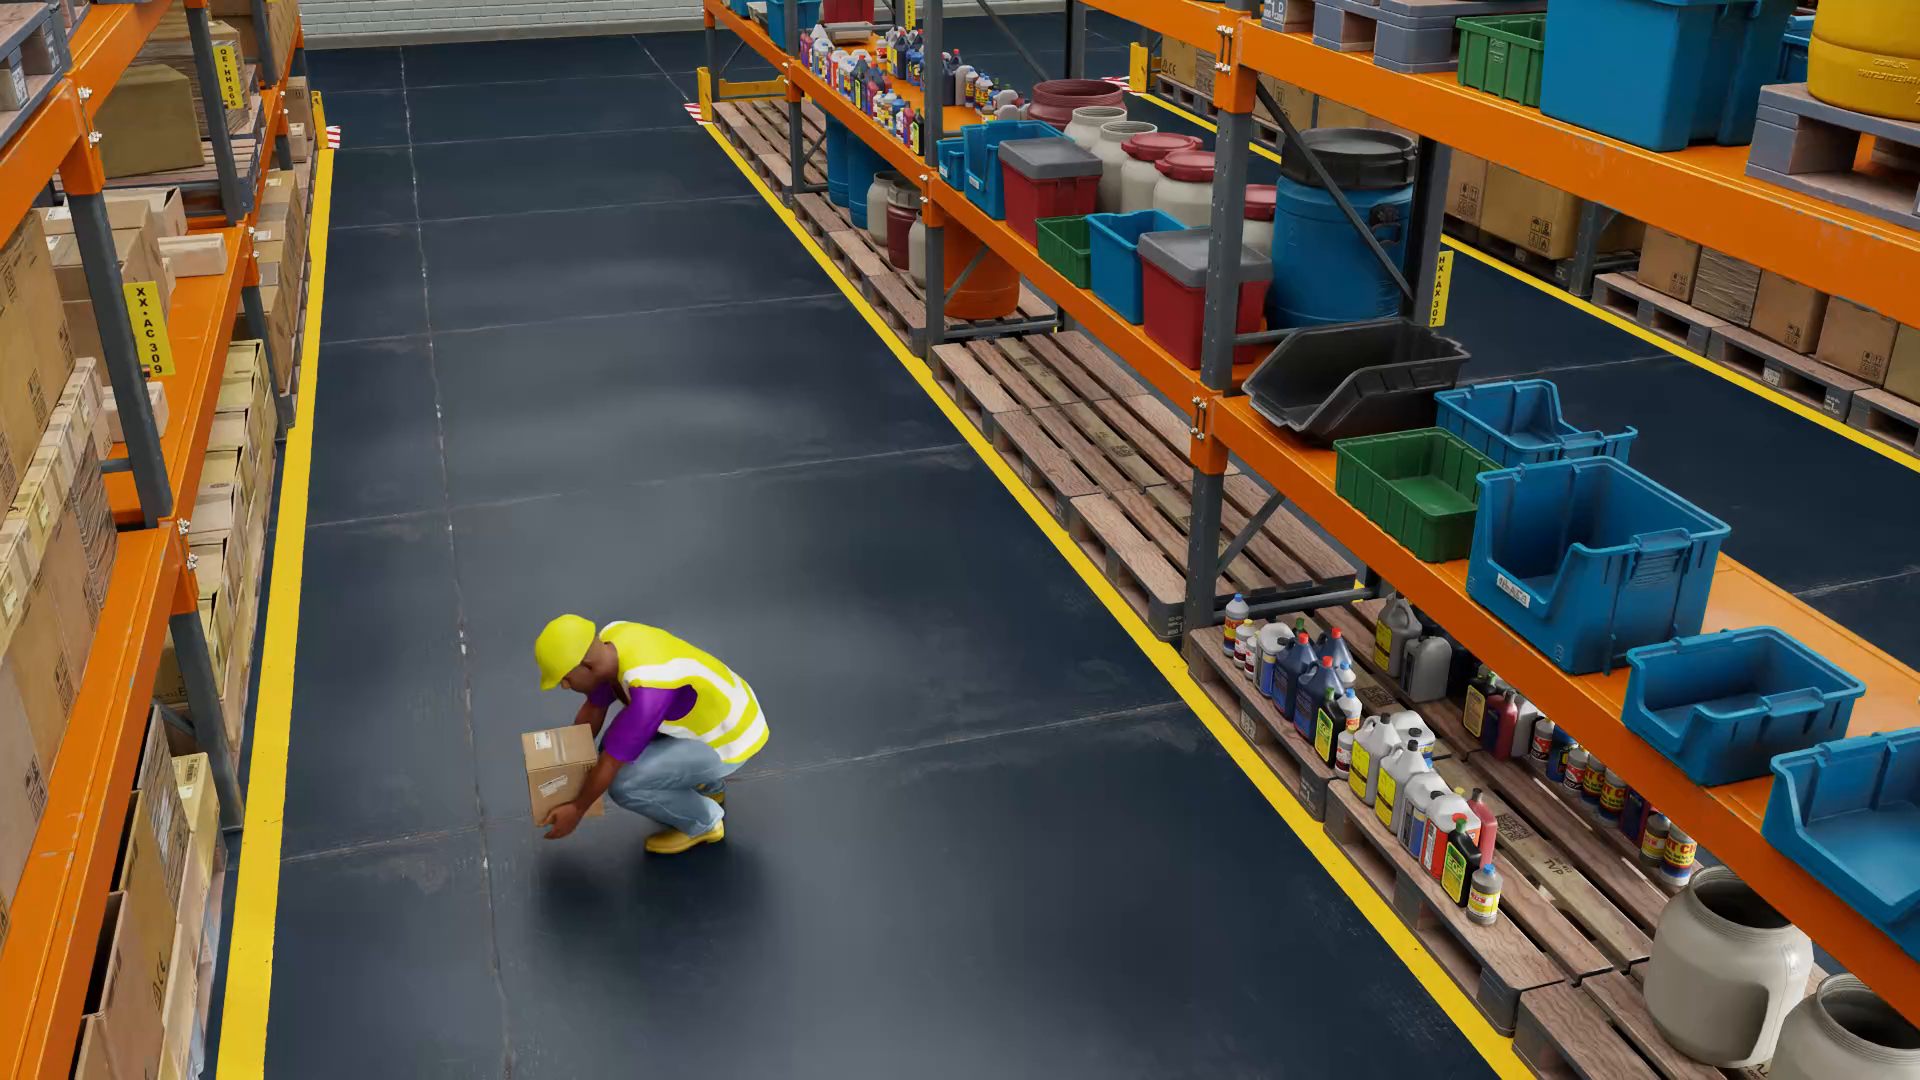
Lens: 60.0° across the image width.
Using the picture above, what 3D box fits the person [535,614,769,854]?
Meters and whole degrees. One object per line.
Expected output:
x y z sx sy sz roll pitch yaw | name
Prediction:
-1.144 0.667 6.106 0.865 1.002 0.587 -8 27 -16 | person
